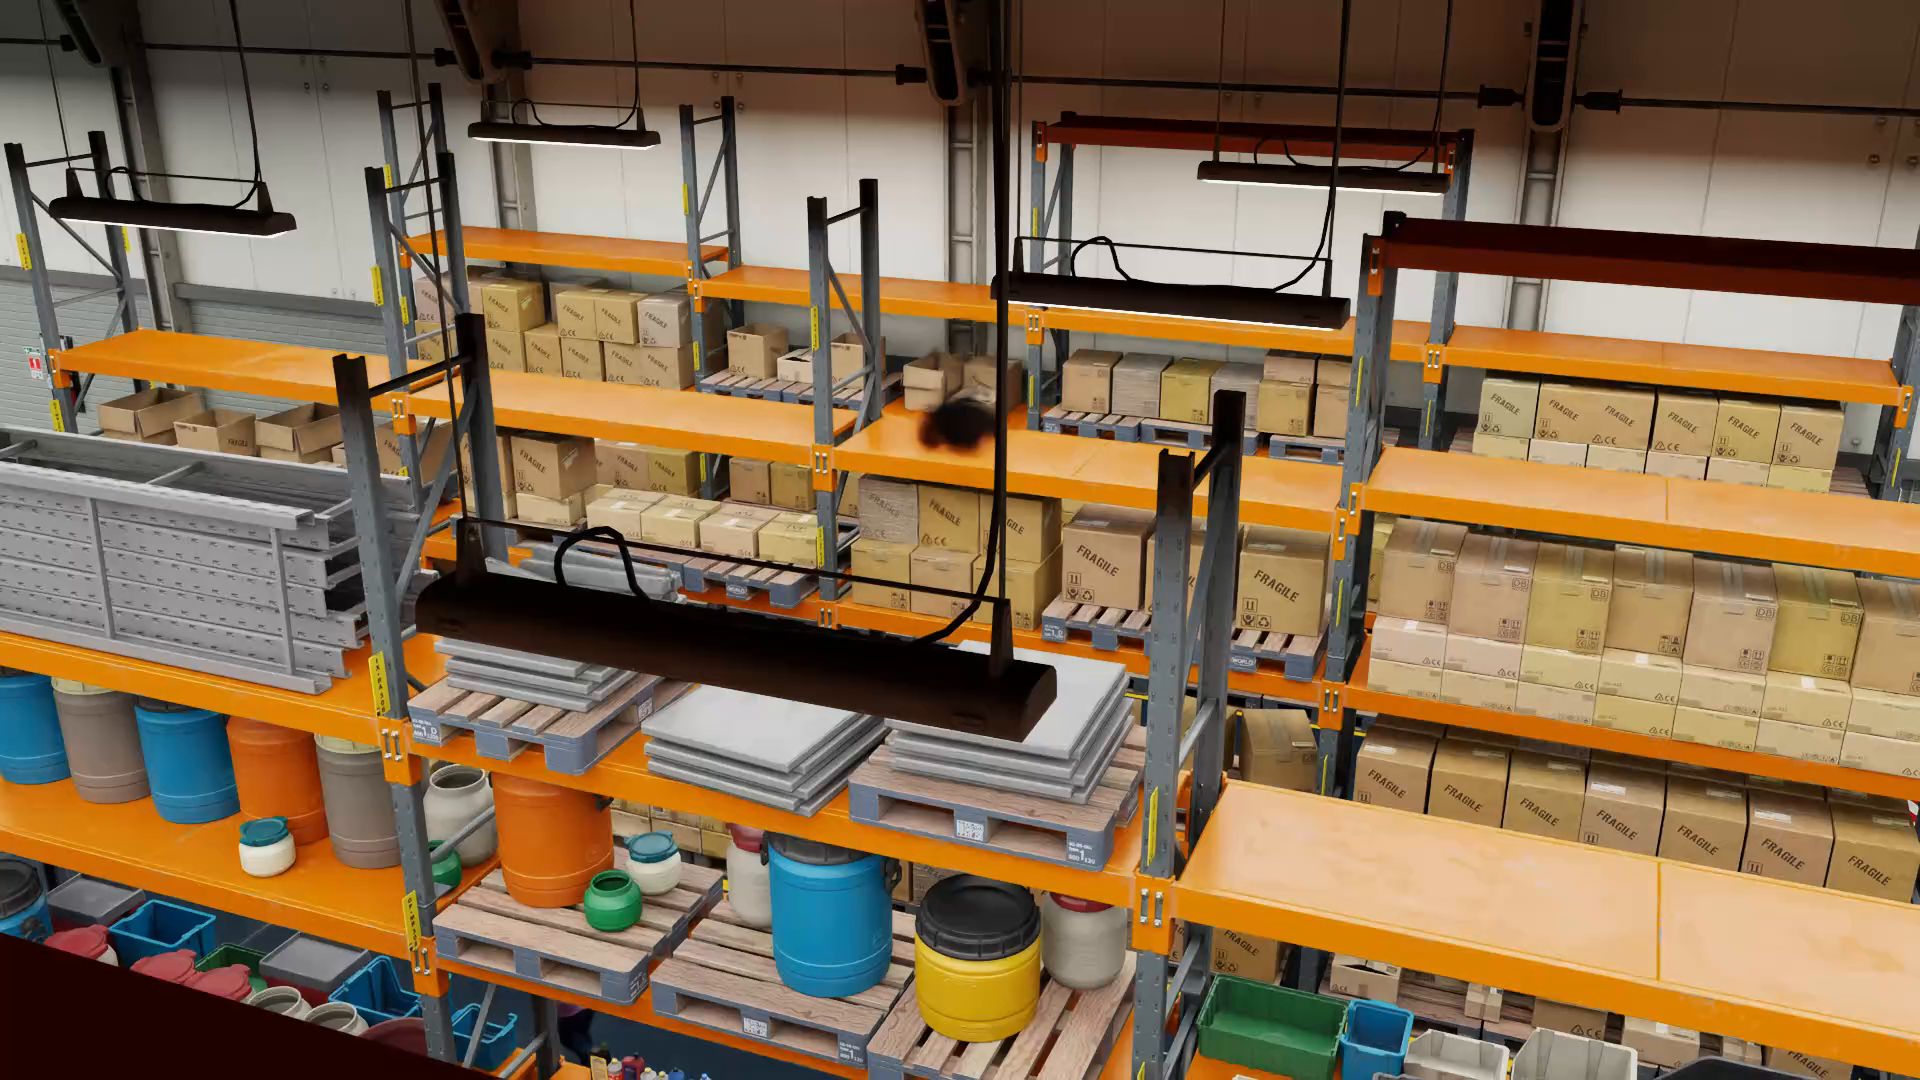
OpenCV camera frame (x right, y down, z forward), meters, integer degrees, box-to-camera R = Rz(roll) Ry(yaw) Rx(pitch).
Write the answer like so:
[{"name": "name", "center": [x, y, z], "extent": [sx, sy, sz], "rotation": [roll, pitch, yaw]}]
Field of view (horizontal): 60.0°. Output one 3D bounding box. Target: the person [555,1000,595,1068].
[{"name": "person", "center": [-2.781, 3.290, 11.760], "extent": [0.780, 1.435, 0.559], "rotation": [16, 26, 37]}]
